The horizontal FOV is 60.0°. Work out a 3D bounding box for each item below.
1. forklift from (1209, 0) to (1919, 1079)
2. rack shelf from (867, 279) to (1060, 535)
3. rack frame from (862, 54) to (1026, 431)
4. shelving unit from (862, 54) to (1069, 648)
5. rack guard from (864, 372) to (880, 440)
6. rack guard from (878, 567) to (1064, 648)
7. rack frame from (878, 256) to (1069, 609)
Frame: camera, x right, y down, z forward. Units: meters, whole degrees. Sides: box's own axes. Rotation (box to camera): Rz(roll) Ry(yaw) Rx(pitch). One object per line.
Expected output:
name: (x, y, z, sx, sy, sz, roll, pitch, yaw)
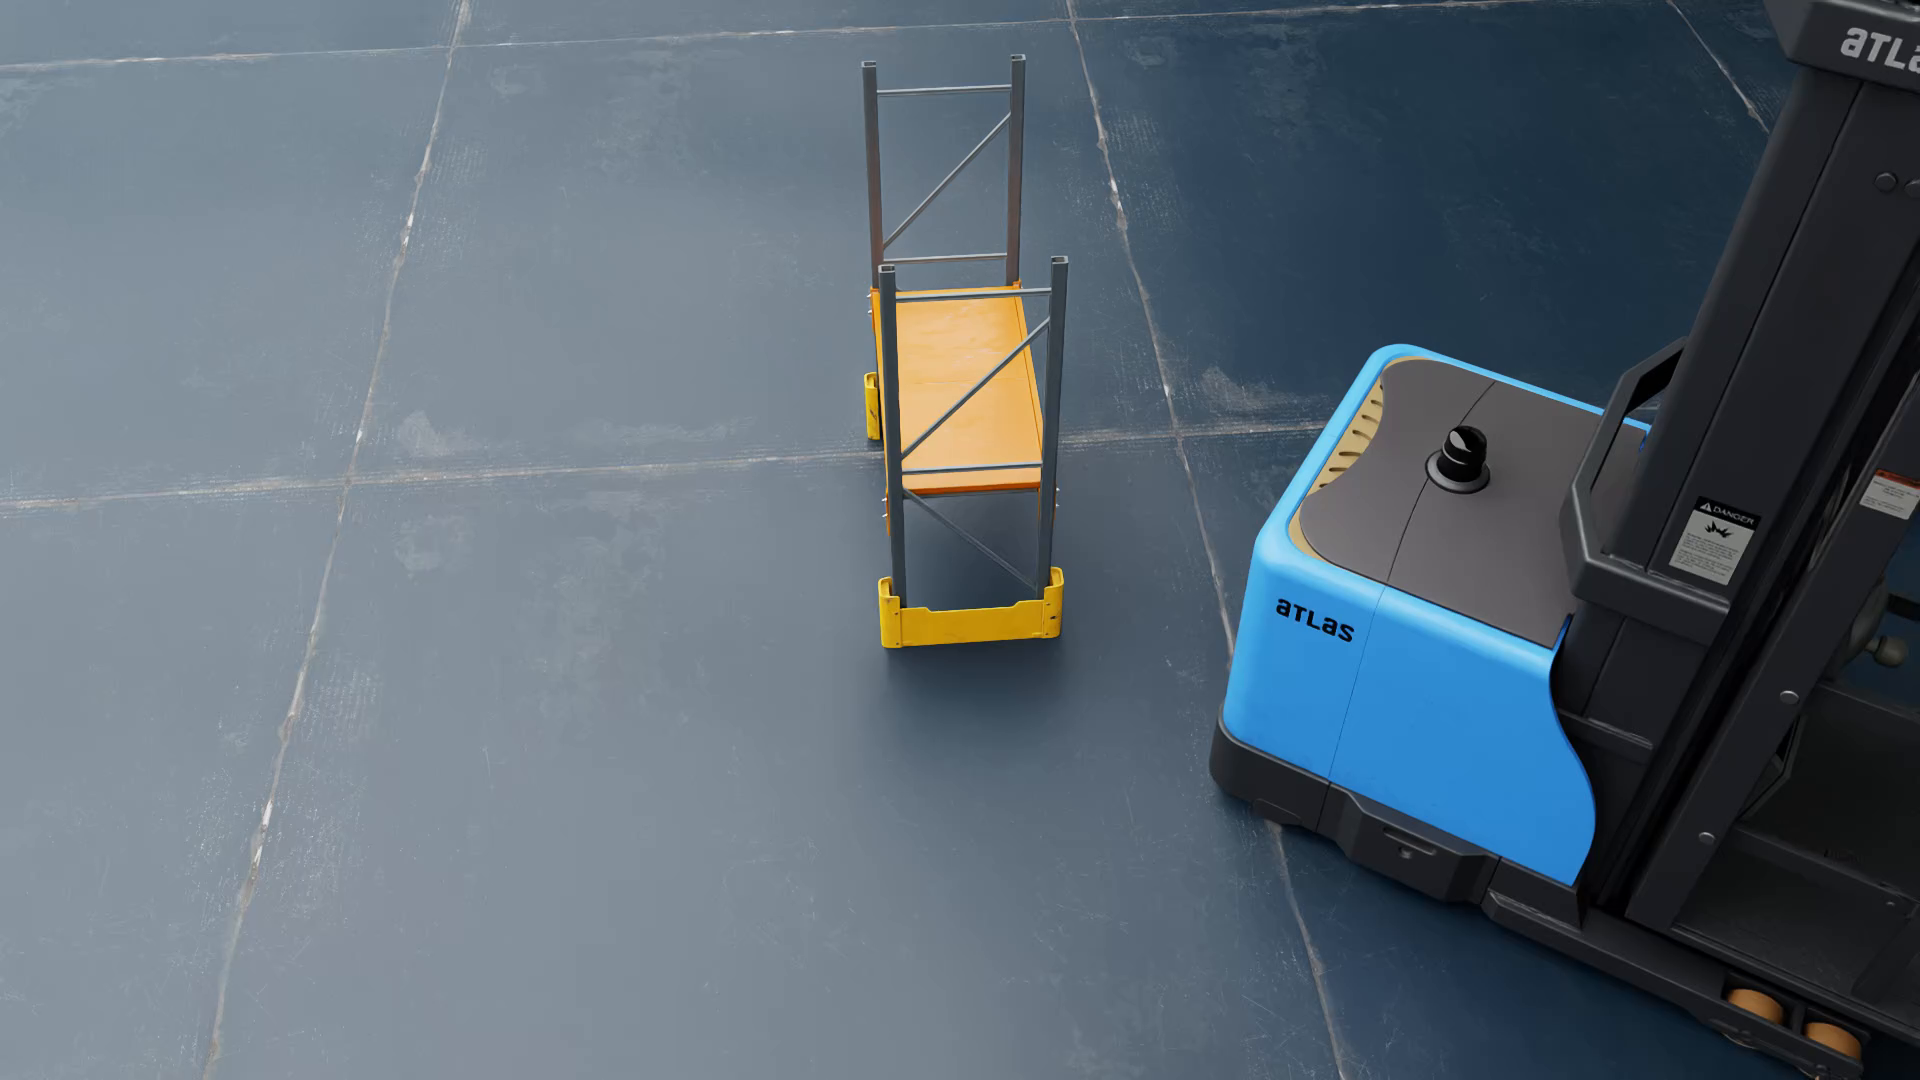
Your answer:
forklift: (2.283, -0.023, 3.753, 3.031, 2.935, 1.130, 23, 51, 20)
rack shelf: (-0.007, -0.454, 5.395, 0.538, 0.185, 1.000, -3, 47, -3)
rack frame: (-0.050, -0.945, 5.612, 0.500, 1.500, 0.032, -3, 47, -3)
shelving unit: (-0.006, -0.571, 5.258, 0.587, 1.500, 1.083, -3, 47, -3)
rack guard: (-0.048, -0.501, 6.053, 0.587, 0.250, 0.087, -3, 47, -3)
rack guard: (0.035, 0.219, 5.370, 0.587, 0.250, 0.087, -3, 47, -3)
rack frame: (0.035, -0.210, 4.916, 0.500, 1.500, 0.032, -3, 47, -3)
